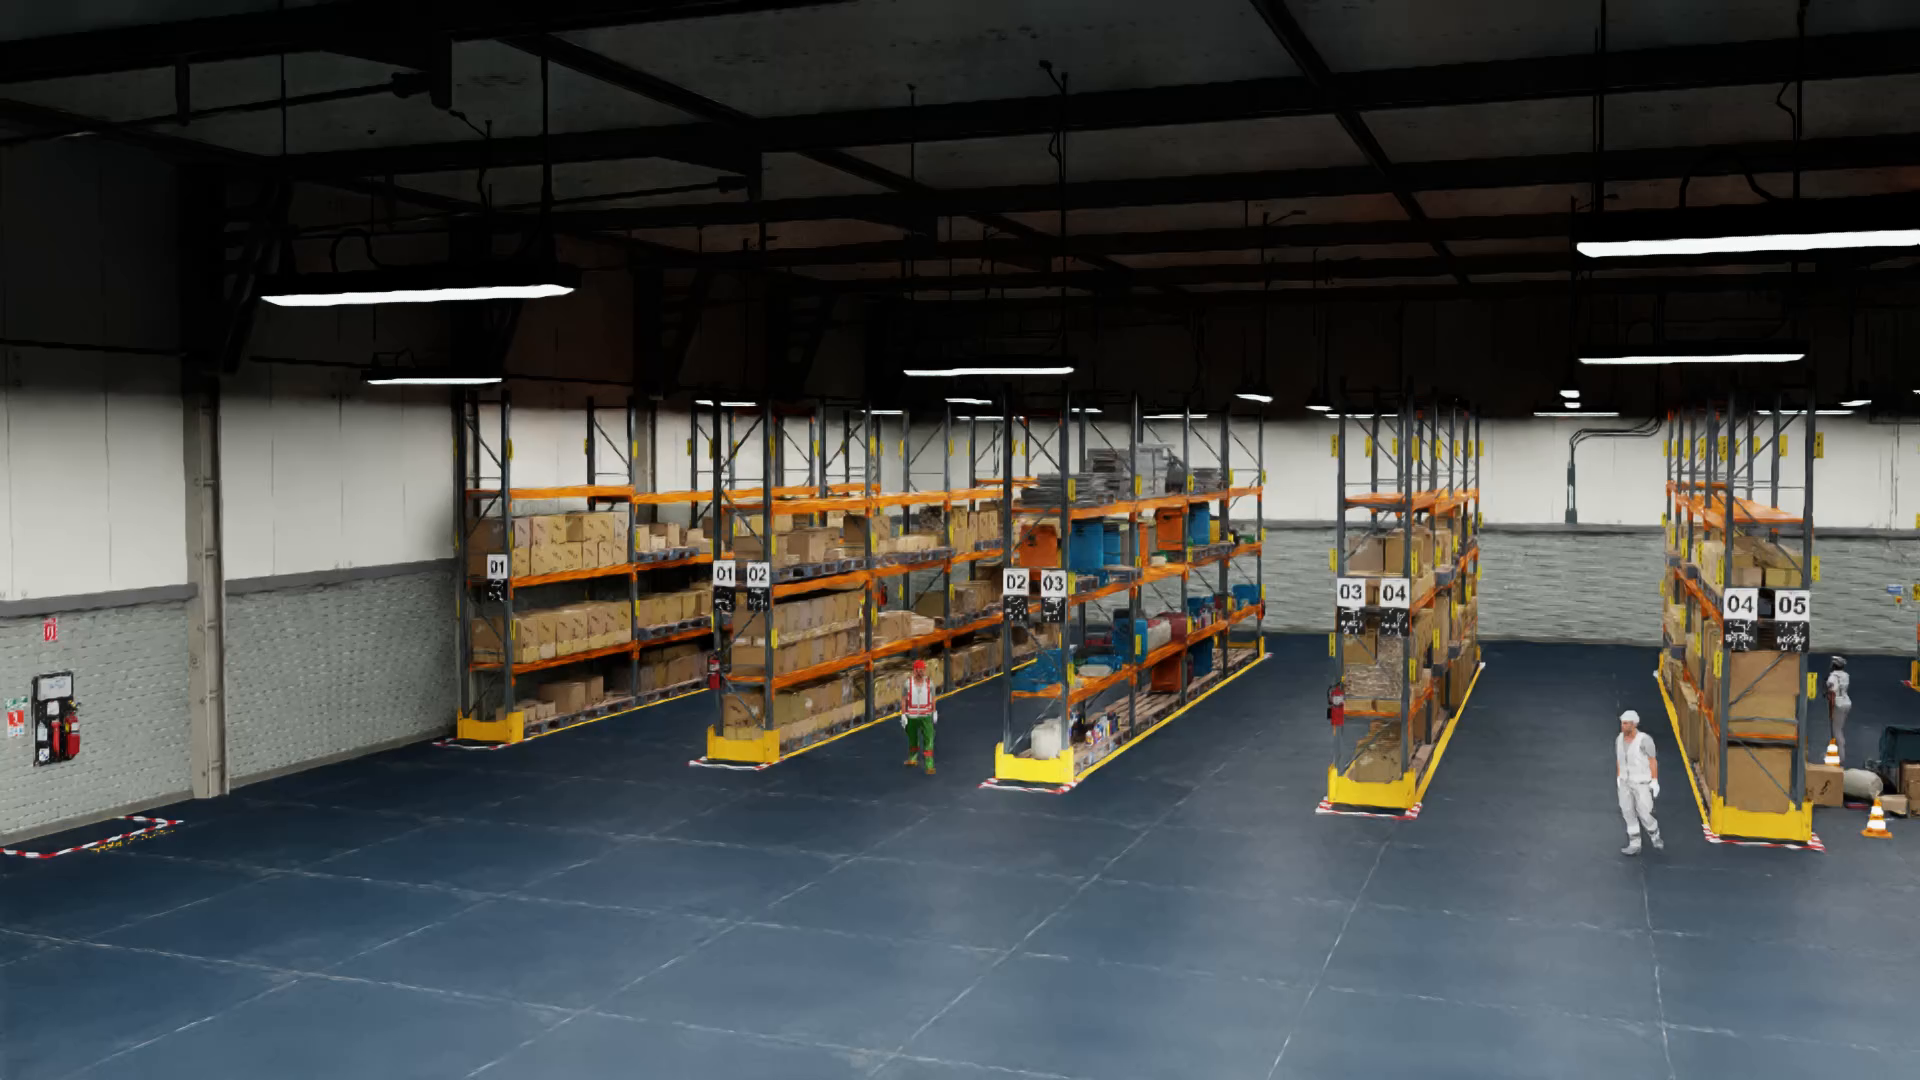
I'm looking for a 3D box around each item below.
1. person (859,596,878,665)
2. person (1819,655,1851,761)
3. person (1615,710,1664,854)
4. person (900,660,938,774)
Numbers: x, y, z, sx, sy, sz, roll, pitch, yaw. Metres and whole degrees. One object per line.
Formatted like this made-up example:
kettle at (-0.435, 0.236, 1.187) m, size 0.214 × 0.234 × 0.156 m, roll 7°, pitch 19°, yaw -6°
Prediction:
person at (-2.100, 2.091, 37.339) m, size 0.577 × 1.691 × 1.121 m, roll 1°, pitch 3°, yaw 22°
person at (13.999, 2.690, 26.623) m, size 0.498 × 1.676 × 0.462 m, roll -2°, pitch 4°, yaw -38°
person at (8.390, 2.985, 20.549) m, size 0.577 × 1.779 × 0.589 m, roll -2°, pitch 4°, yaw -33°
person at (-0.629, 2.718, 25.786) m, size 0.593 × 1.747 × 0.970 m, roll 0°, pitch 3°, yaw -2°
